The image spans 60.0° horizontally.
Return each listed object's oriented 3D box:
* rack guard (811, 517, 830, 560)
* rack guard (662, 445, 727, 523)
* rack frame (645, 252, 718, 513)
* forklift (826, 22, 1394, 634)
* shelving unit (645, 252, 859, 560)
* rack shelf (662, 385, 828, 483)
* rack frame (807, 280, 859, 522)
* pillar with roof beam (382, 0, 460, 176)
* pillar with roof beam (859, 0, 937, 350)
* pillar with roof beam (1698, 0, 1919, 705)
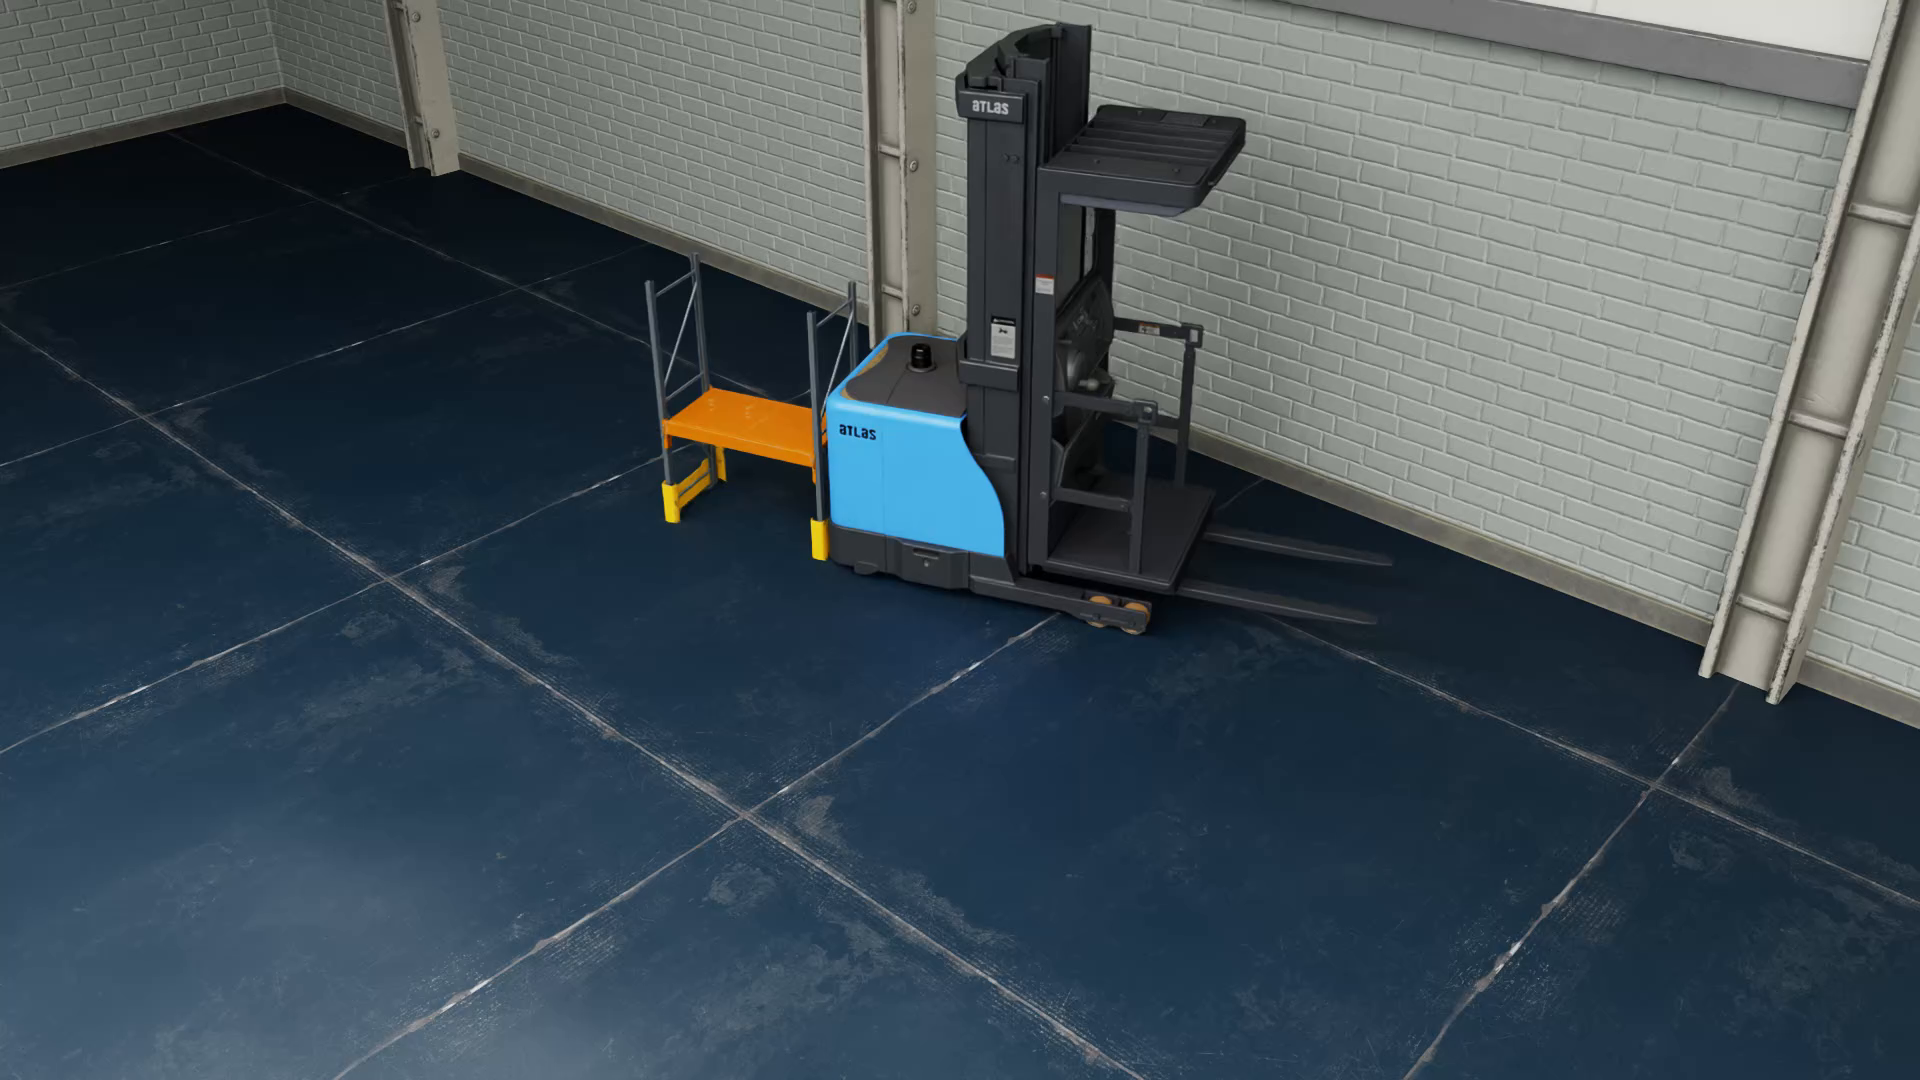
[{"bbox_3d":[-0.692,-0.134,9.674,0.087,0.250,0.587,13,34,21],"label":"rack guard"},{"bbox_3d":[-1.597,-0.348,10.031,0.087,0.250,0.587,13,34,21],"label":"rack guard"},{"bbox_3d":[-1.615,-0.888,9.715,0.032,1.500,0.500,13,34,21],"label":"rack frame"},{"bbox_3d":[0.836,-1.064,8.620,3.031,2.935,1.130,11,33,17],"label":"forklift"},{"bbox_3d":[-1.145,-0.777,9.530,1.083,1.500,0.587,13,34,21],"label":"shelving unit"},{"bbox_3d":[-1.153,-0.624,9.626,1.000,0.185,0.538,13,34,21],"label":"rack shelf"},{"bbox_3d":[-0.691,-0.669,9.351,0.032,1.500,0.500,13,34,21],"label":"rack frame"},{"bbox_3d":[-7.744,-5.662,10.375,0.400,9.000,9.100,25,39,35],"label":"pillar with roof beam"},{"bbox_3d":[-3.295,-3.586,6.926,0.400,9.000,9.100,25,39,35],"label":"pillar with roof beam"},{"bbox_3d":[1.153,-1.509,3.477,0.400,9.000,9.100,25,39,35],"label":"pillar with roof beam"}]
